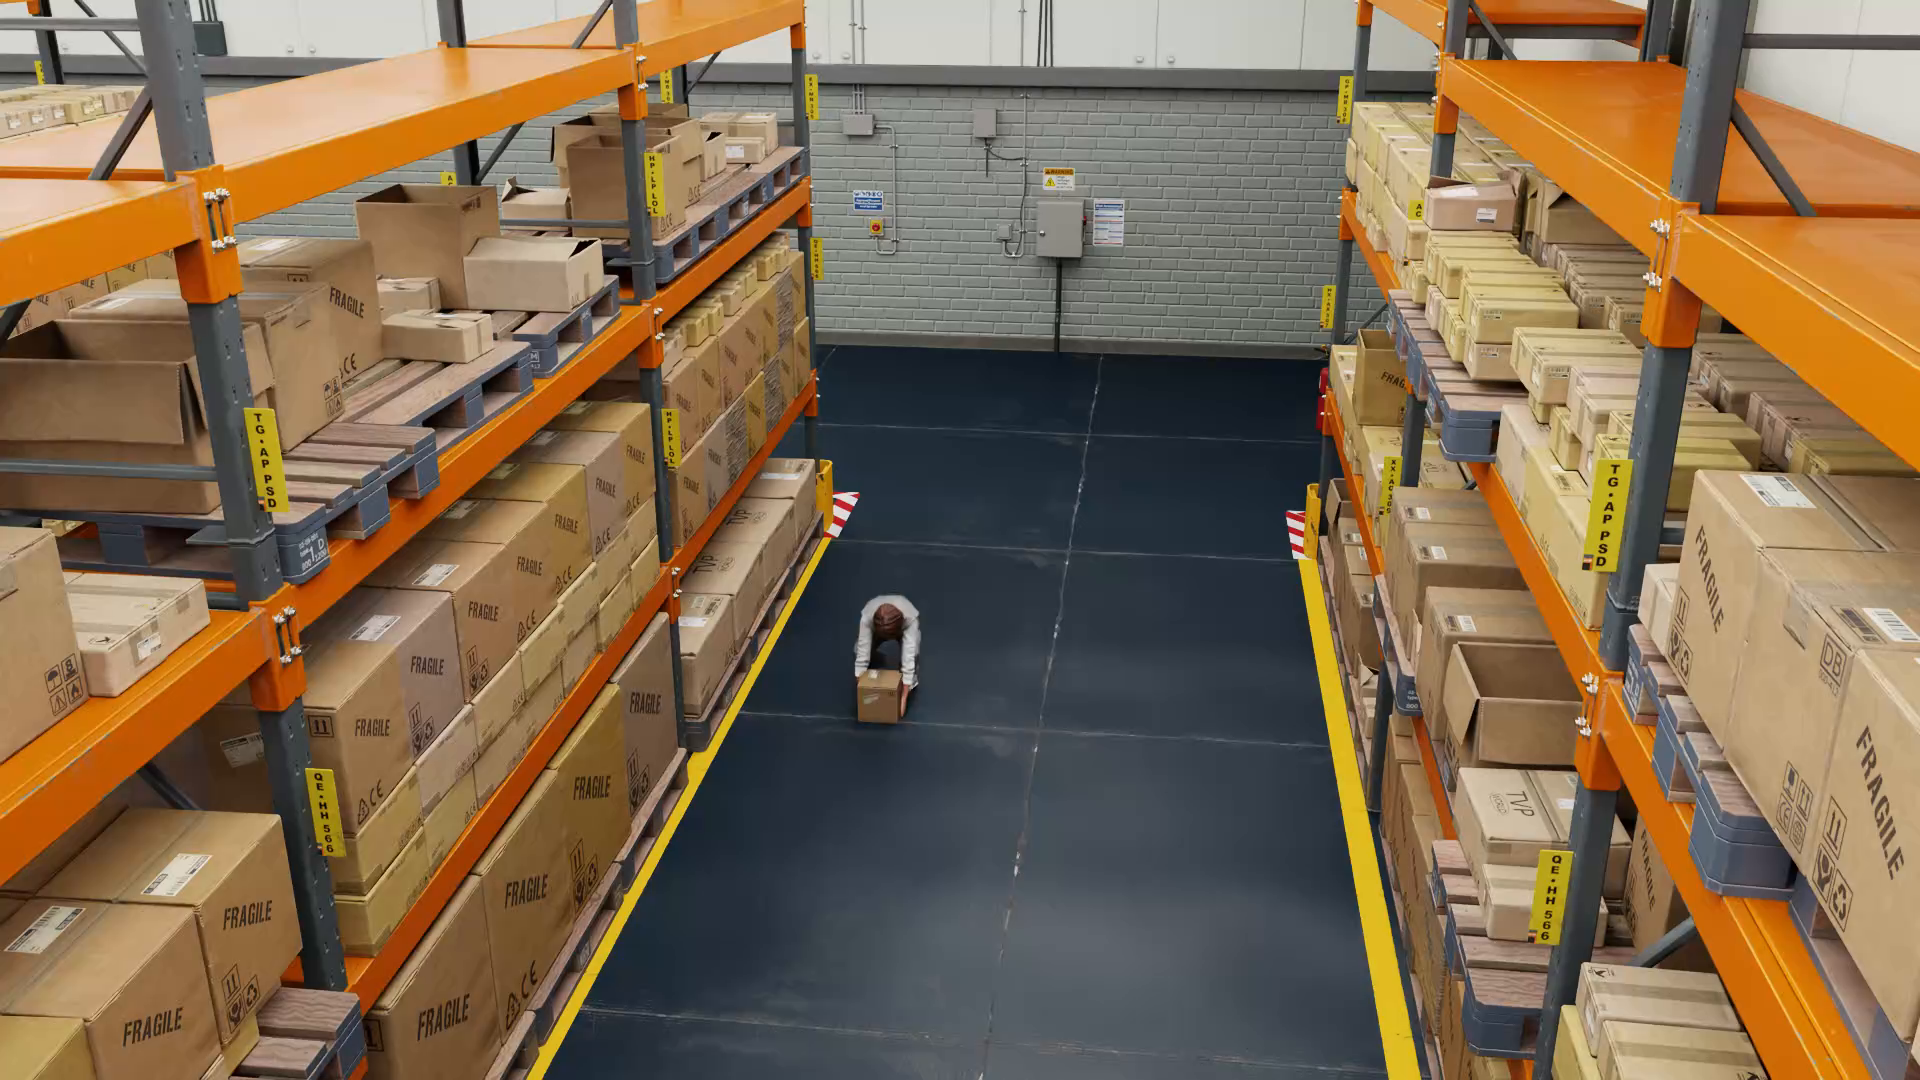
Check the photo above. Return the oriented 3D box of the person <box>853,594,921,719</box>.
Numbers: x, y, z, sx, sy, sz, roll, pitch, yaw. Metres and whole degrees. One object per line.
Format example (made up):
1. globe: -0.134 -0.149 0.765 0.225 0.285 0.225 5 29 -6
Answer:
1. person: -0.456 0.652 10.669 0.436 0.761 0.814 3 22 7
